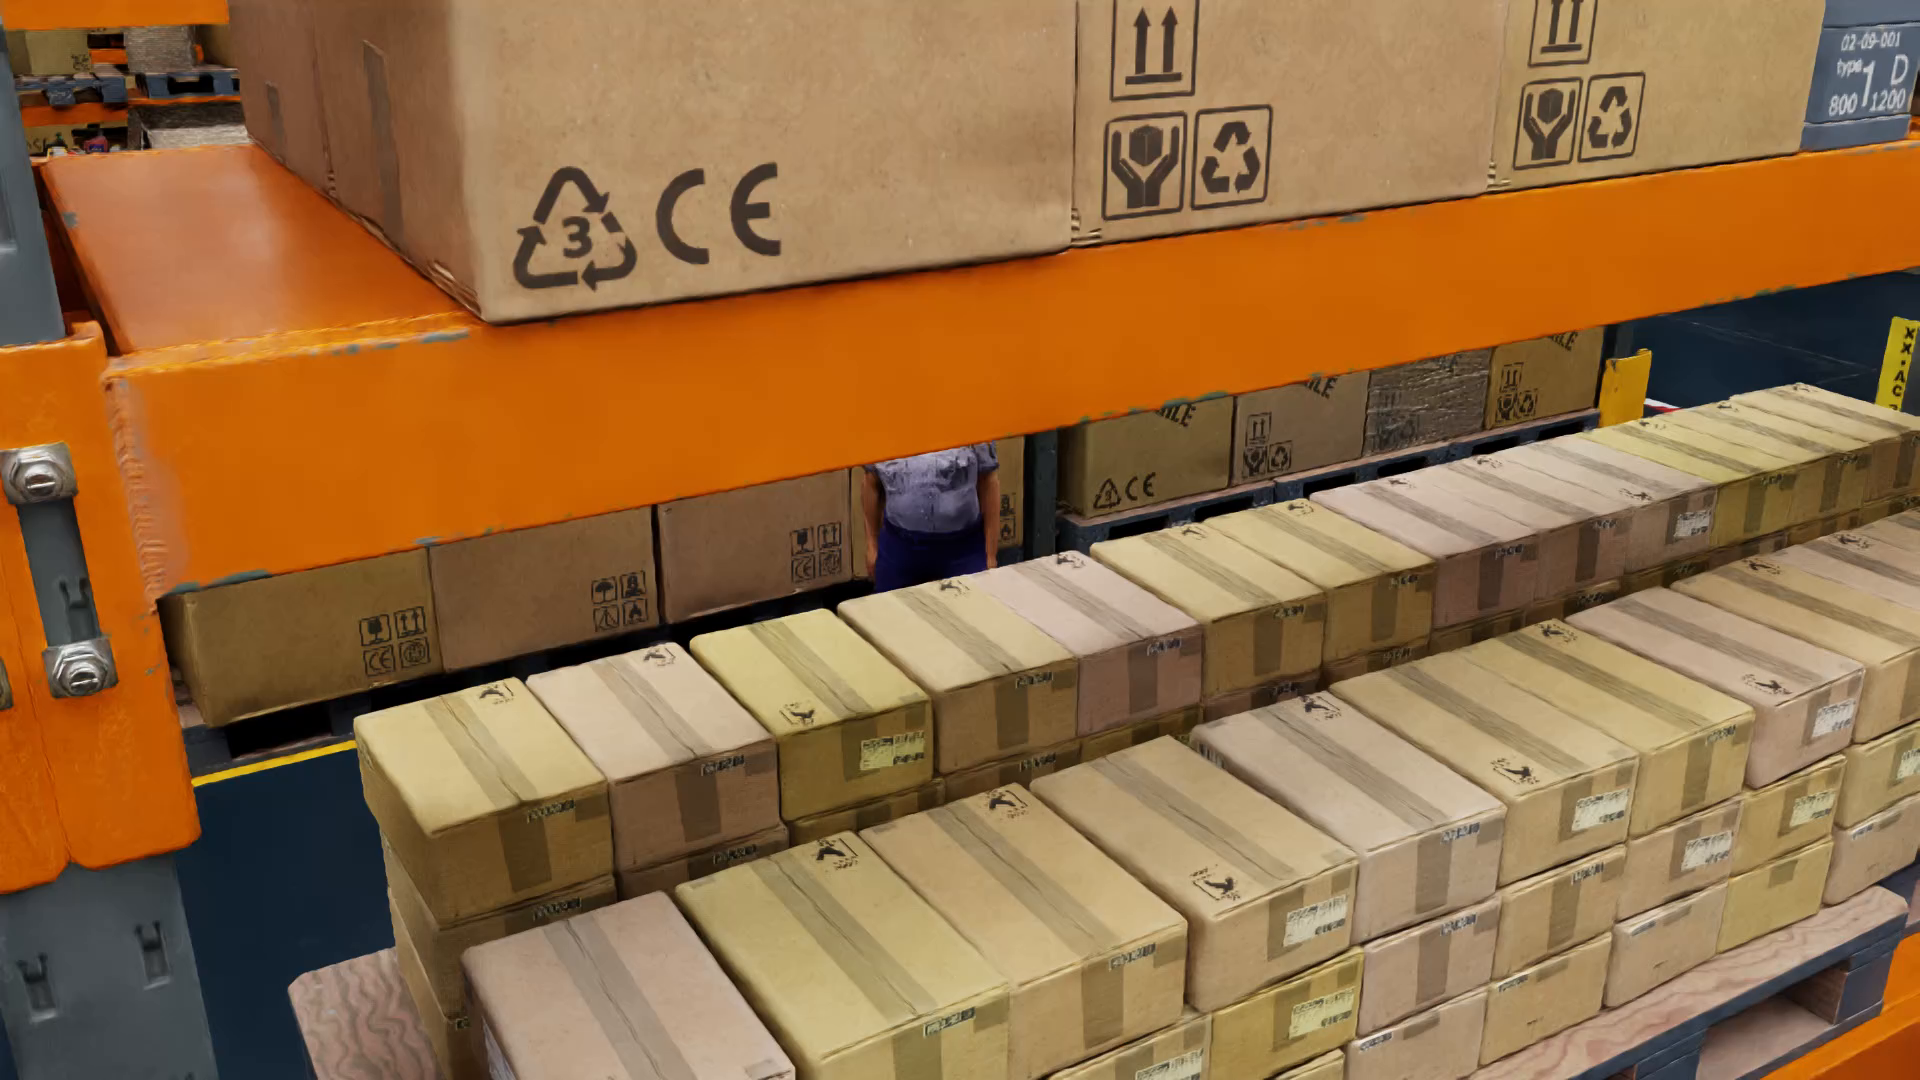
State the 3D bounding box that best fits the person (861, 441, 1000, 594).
[{"bbox_3d":[-0.134,0.034,5.982,0.606,1.645,0.495,3,22,9],"label":"person"}]
